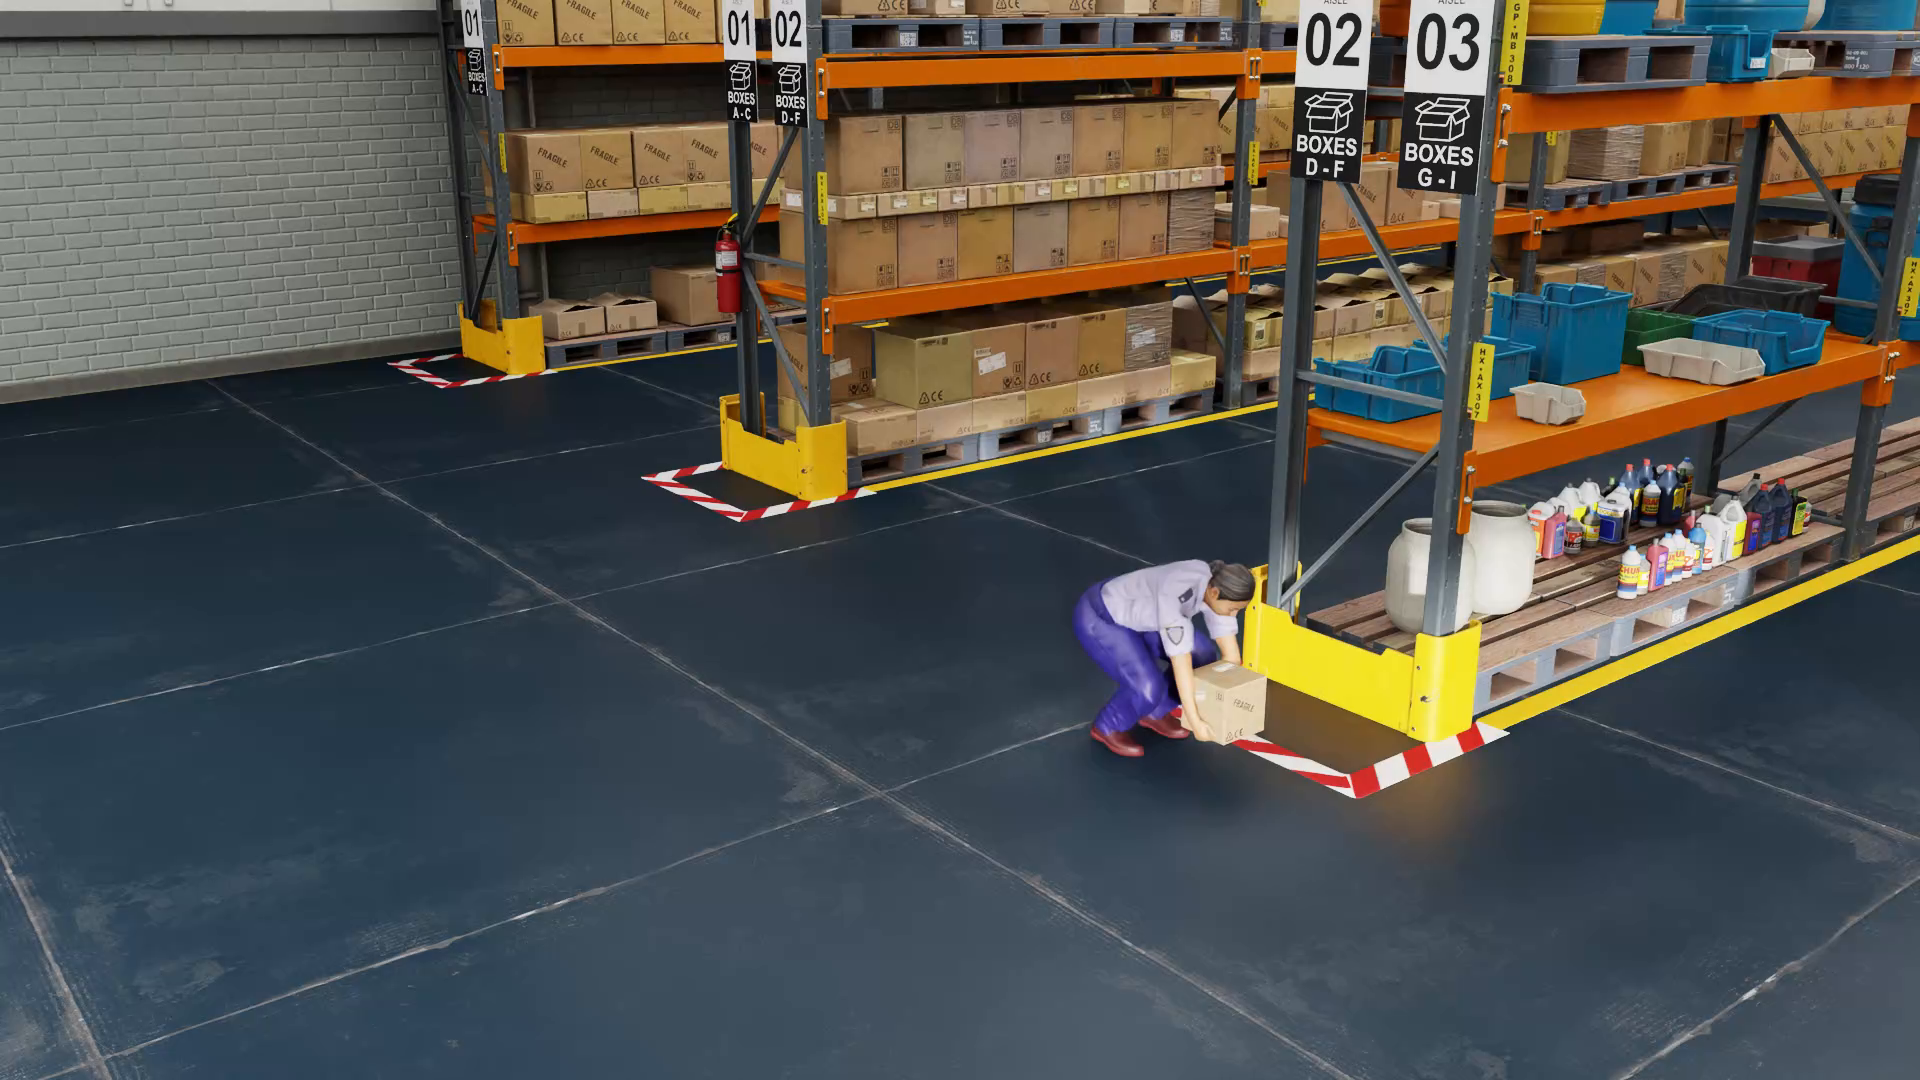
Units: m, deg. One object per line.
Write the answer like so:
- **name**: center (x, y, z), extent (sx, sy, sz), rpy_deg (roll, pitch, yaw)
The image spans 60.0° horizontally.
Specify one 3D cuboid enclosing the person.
- **person**: center (0.901, 0.479, 7.262), extent (0.516, 0.937, 0.868), rpy_deg (-16, 24, -41)
